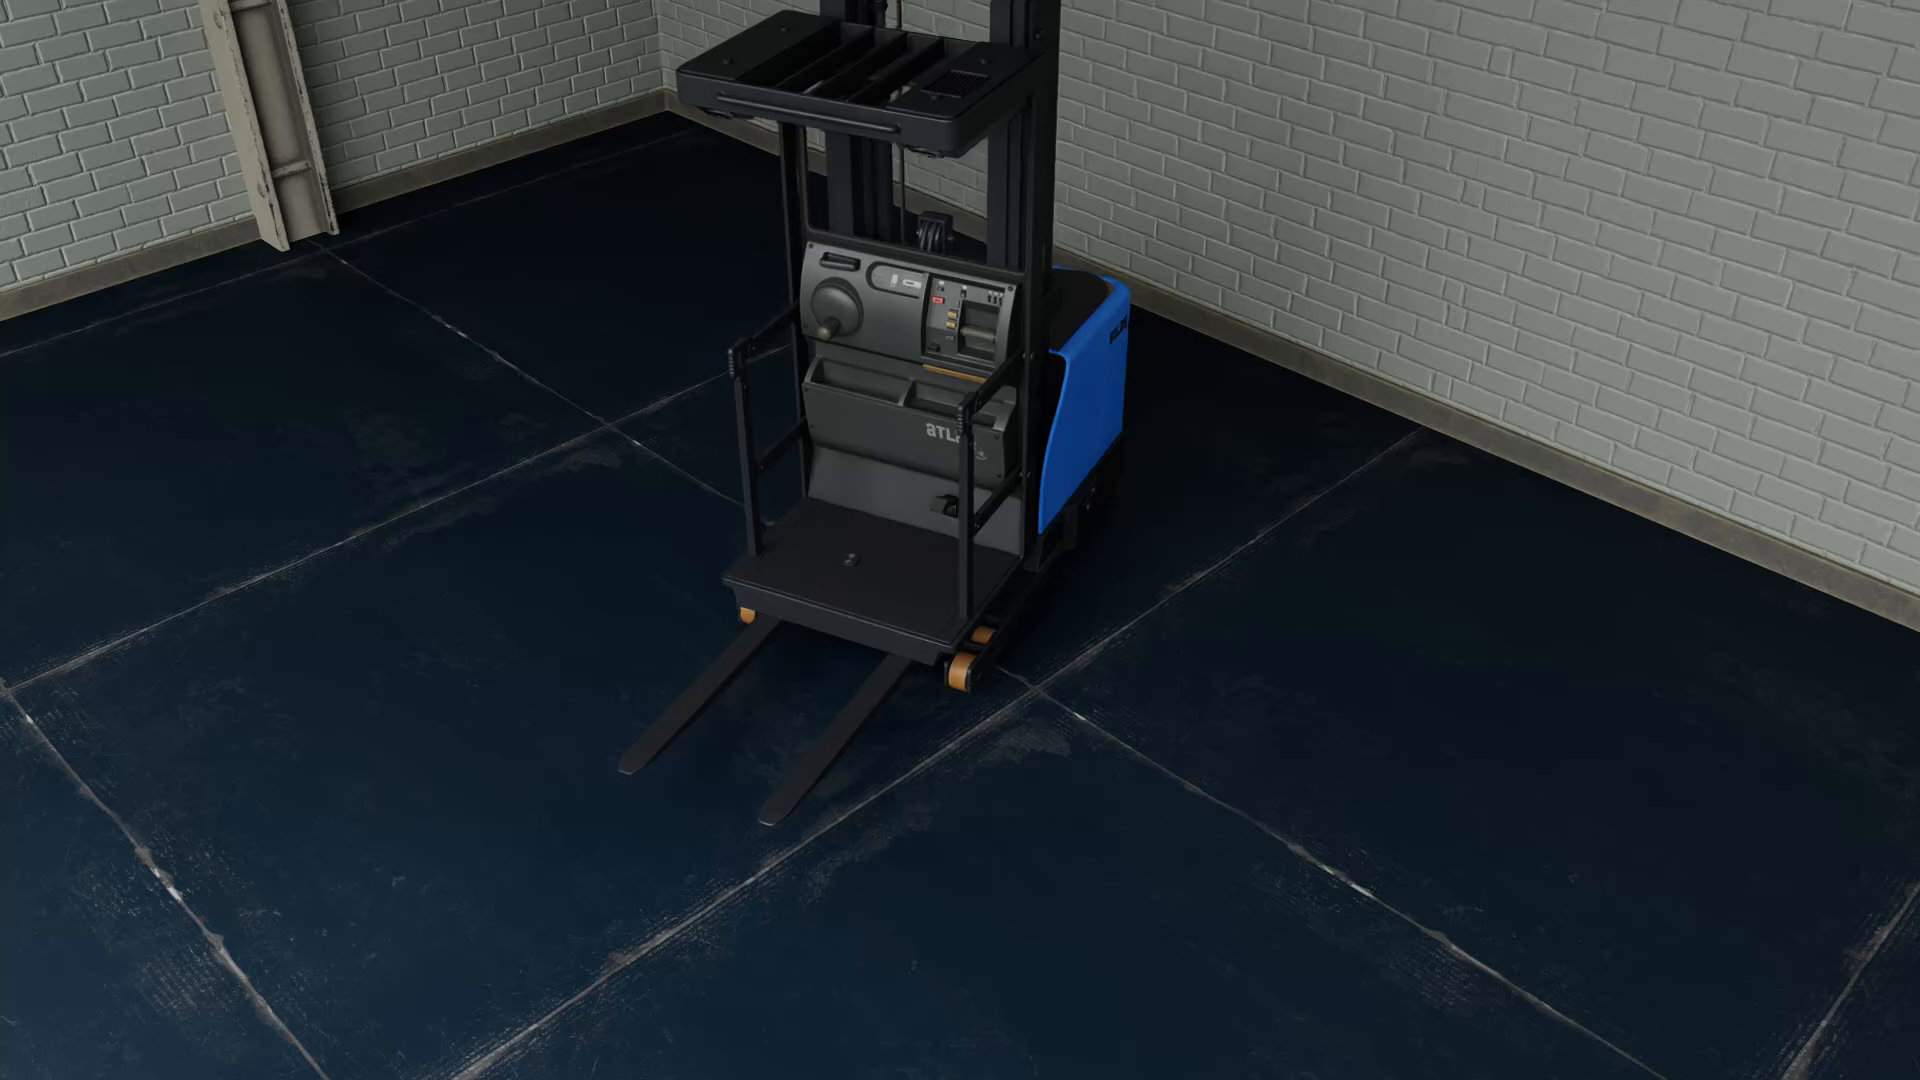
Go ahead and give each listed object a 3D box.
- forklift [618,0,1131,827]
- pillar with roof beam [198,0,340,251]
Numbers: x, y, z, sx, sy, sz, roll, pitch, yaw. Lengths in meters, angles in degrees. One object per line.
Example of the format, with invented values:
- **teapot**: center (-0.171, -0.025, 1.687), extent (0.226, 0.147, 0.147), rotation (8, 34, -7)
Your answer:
- **forklift**: center (-0.305, -0.865, 6.429), extent (1.130, 2.935, 3.031), rotation (16, 38, 21)
- **pillar with roof beam**: center (-1.120, -3.887, 5.456), extent (9.100, 9.000, 0.400), rotation (30, 45, 35)
